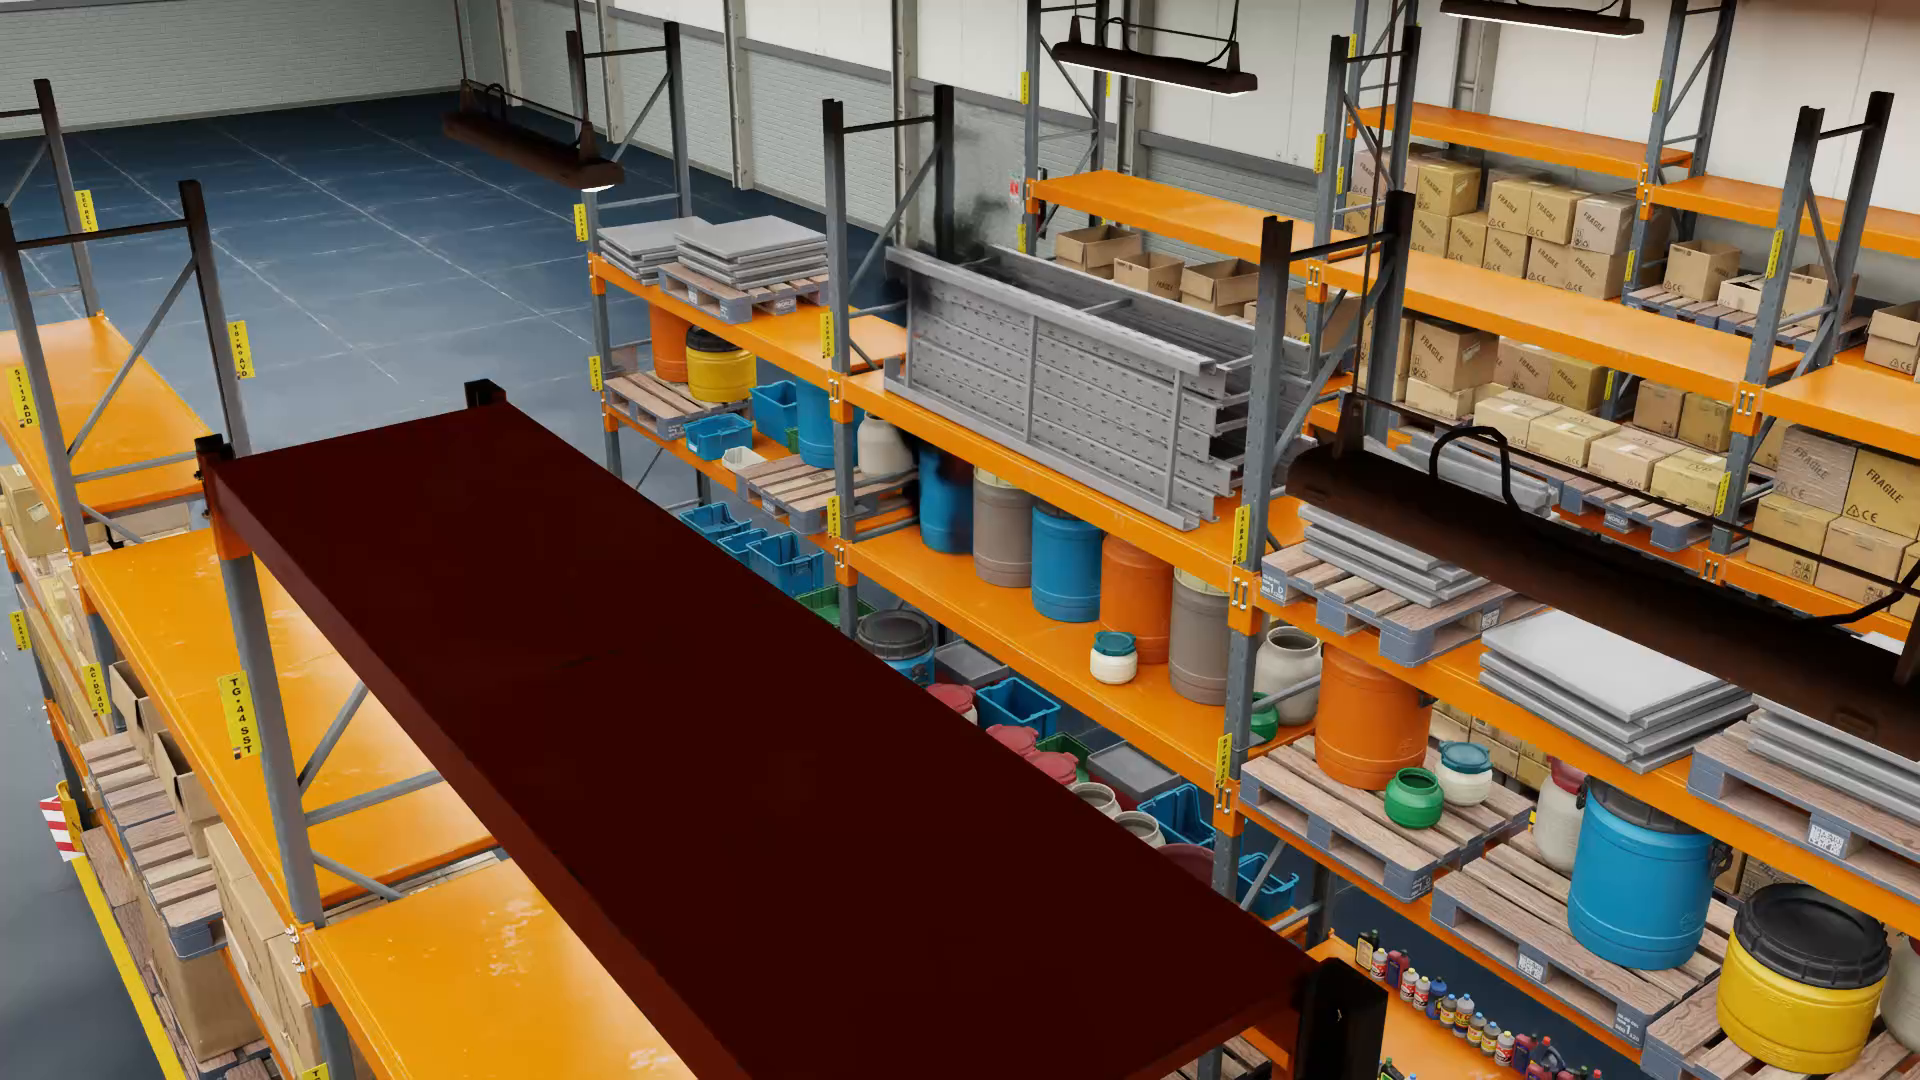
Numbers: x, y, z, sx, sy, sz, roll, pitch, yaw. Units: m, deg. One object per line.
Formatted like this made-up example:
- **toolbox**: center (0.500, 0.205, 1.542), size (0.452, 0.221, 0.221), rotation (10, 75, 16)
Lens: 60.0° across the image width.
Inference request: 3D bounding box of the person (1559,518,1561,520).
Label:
- **person**: center (5.740, 0.048, 16.798), size (0.720, 1.746, 0.912), rotation (-20, 32, -37)
